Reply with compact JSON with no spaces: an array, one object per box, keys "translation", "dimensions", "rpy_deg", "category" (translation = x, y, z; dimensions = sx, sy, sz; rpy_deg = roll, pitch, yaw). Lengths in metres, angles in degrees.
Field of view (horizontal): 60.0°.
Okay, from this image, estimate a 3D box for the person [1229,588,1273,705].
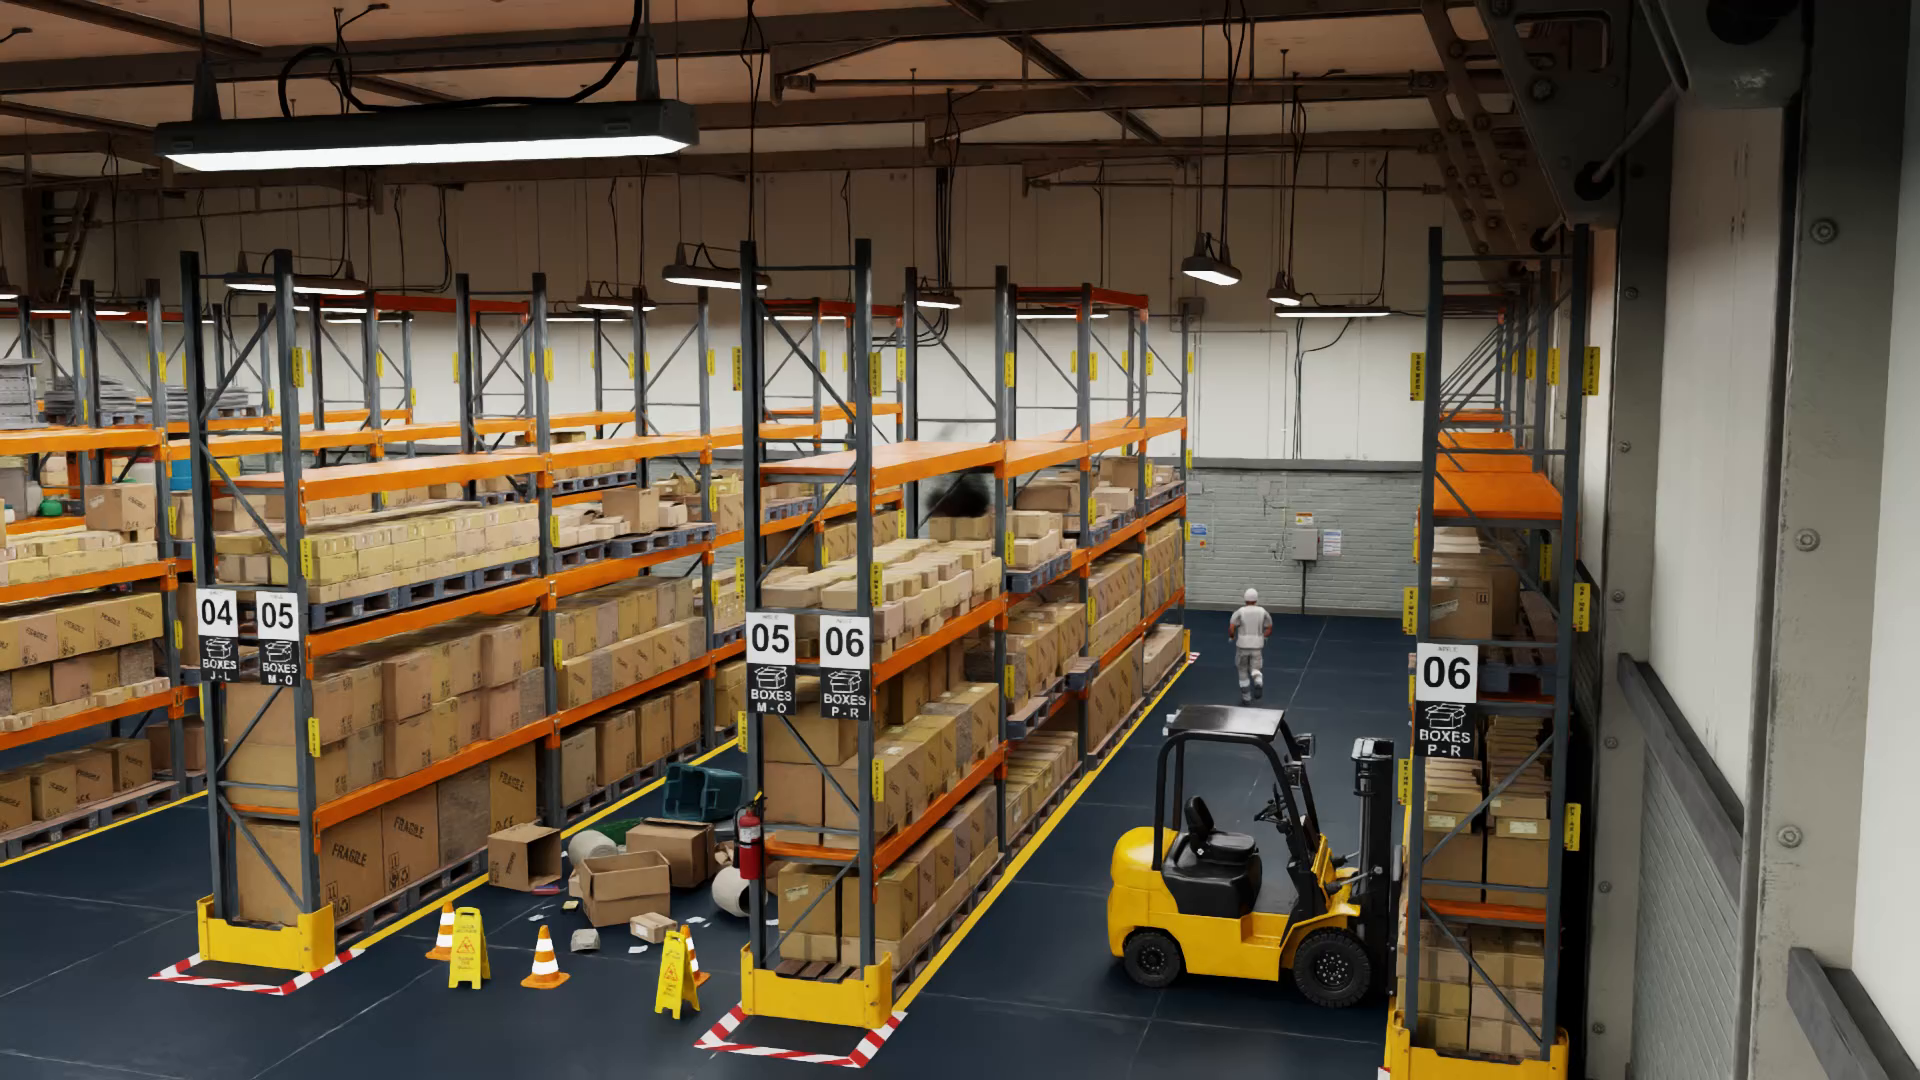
[{"translation":[4.246,1.576,24.375],"dimensions":[0.667,1.749,0.745],"rpy_deg":[0,6,-1],"category":"person"}]
